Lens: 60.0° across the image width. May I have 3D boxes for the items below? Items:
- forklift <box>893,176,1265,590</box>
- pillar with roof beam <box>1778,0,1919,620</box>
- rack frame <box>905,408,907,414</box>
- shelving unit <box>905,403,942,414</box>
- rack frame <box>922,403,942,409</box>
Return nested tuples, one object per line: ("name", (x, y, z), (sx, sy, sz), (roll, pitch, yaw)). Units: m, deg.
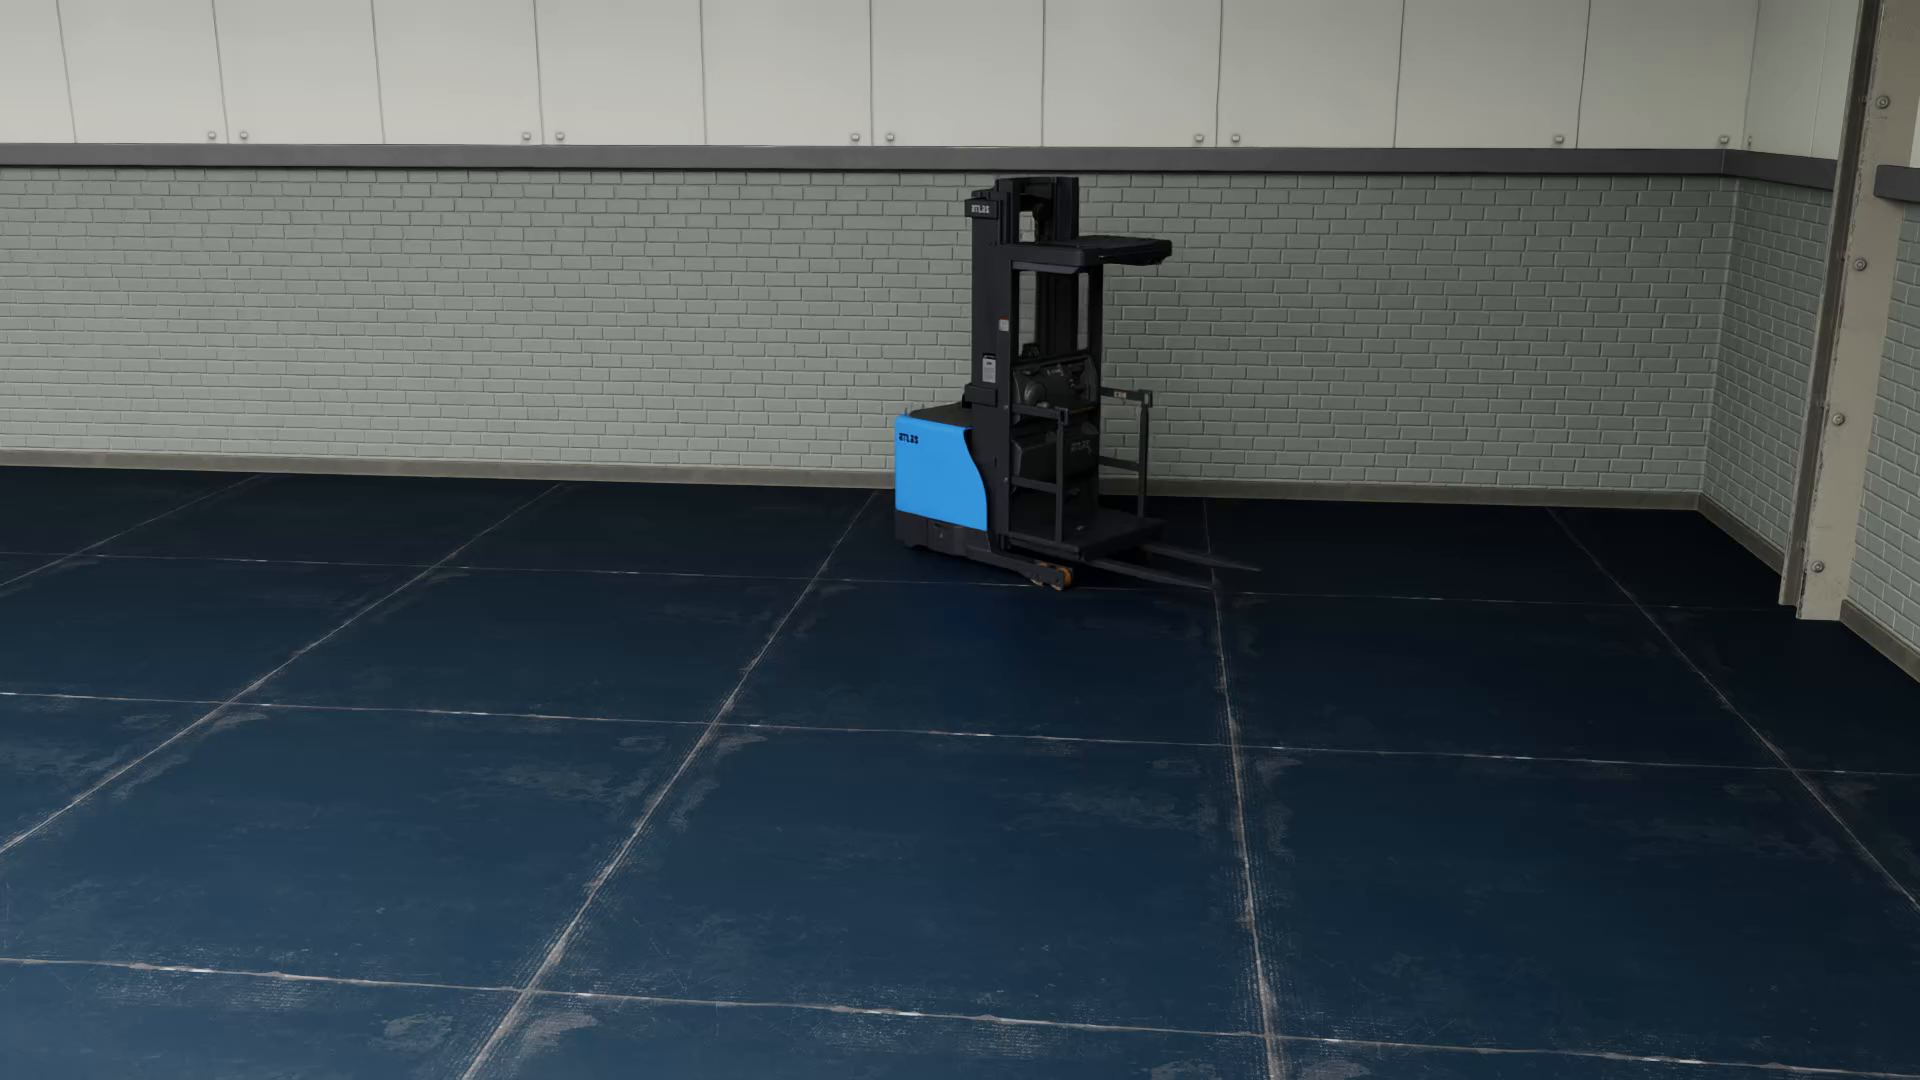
("forklift", (0.881, -1.198, 12.477), (3.031, 2.935, 1.130), (14, 20, 41))
("pillar with roof beam", (1.756, -3.966, 11.088), (9.100, 9.000, 0.400), (2, 15, 6))
("rack frame", (-0.368, -0.566, 13.743), (0.200, 1.050, 0.008), (10, 18, 33))
("shelving unit", (-0.299, -0.592, 13.840), (0.215, 1.050, 0.252), (10, 18, 33))
("rack frame", (-0.230, -0.618, 13.937), (0.200, 1.050, 0.008), (10, 18, 33))
